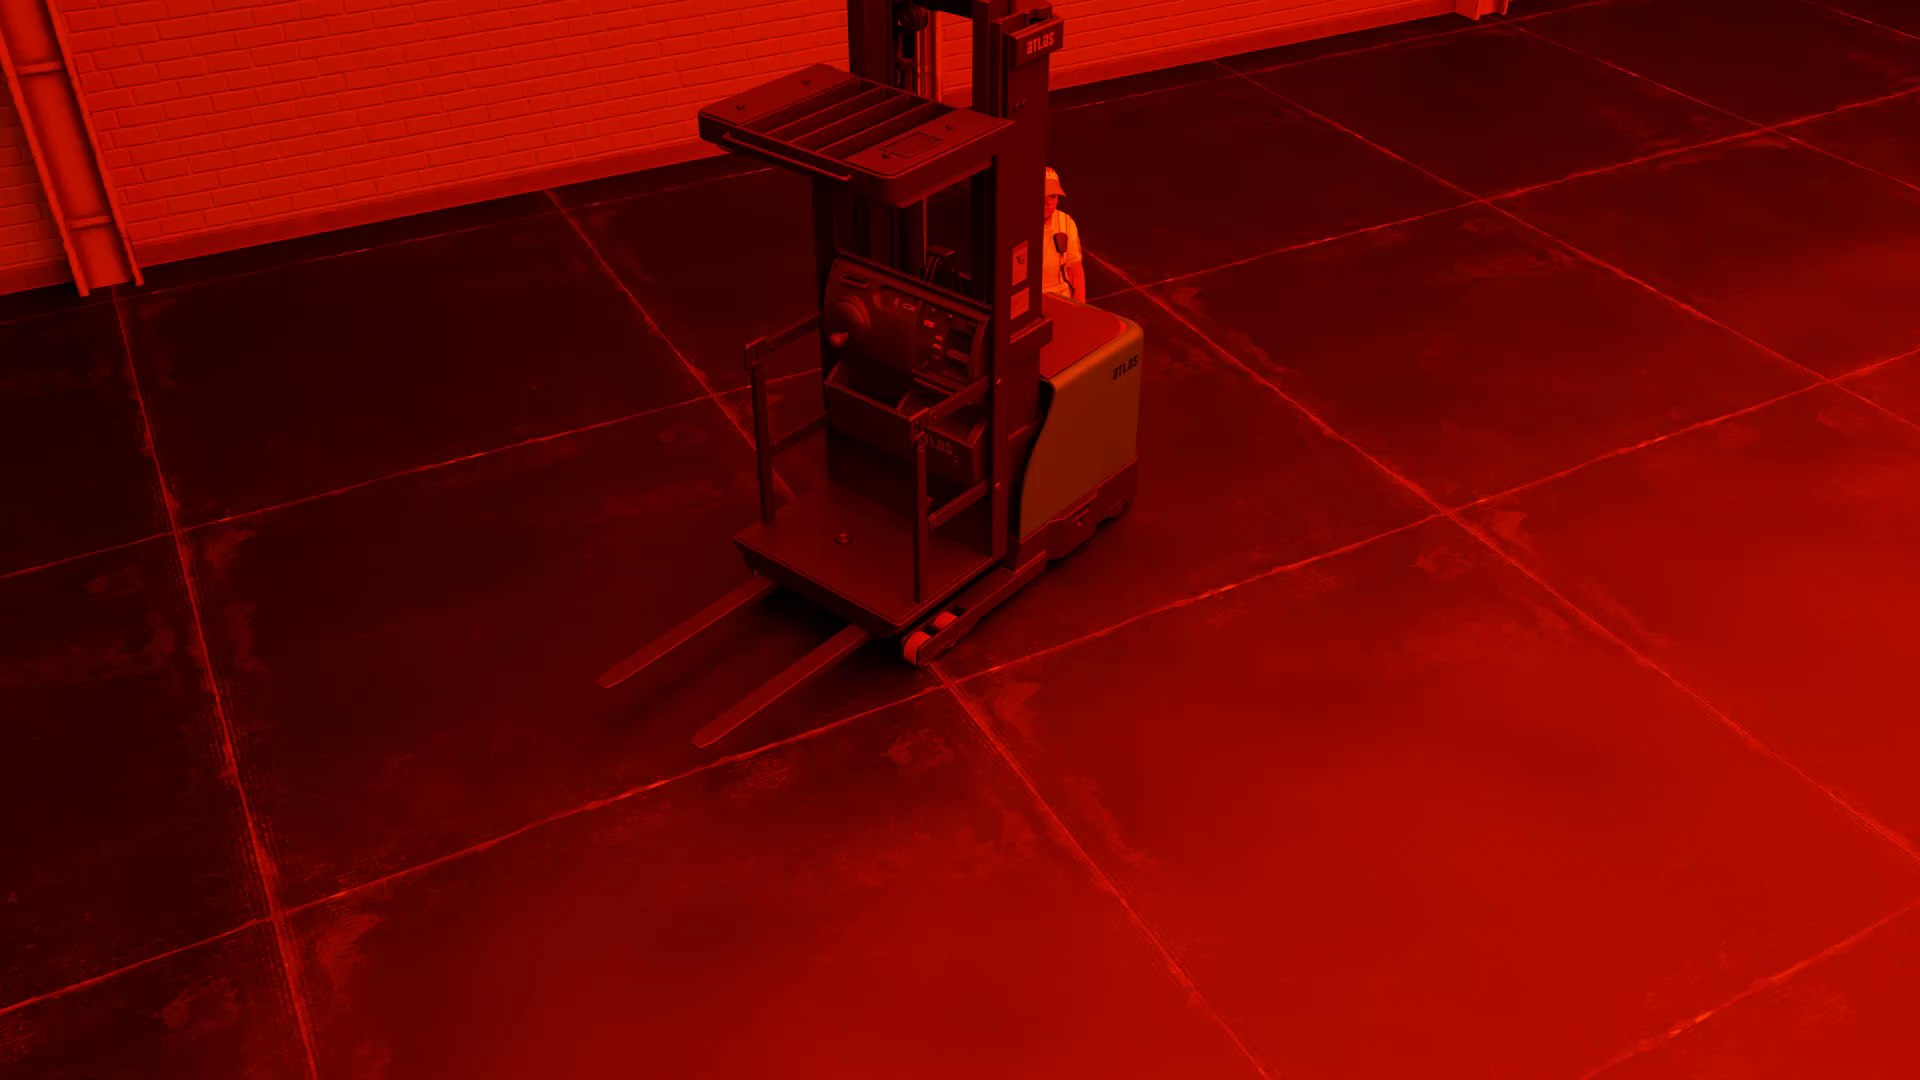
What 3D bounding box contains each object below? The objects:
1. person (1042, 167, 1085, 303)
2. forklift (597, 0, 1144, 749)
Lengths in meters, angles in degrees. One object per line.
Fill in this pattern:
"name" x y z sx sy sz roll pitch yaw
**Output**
"person" 0.380 -1.135 8.810 0.599 1.671 0.529 -4 35 -6
"forklift" -0.390 -0.927 7.434 1.130 2.935 3.031 26 43 31
